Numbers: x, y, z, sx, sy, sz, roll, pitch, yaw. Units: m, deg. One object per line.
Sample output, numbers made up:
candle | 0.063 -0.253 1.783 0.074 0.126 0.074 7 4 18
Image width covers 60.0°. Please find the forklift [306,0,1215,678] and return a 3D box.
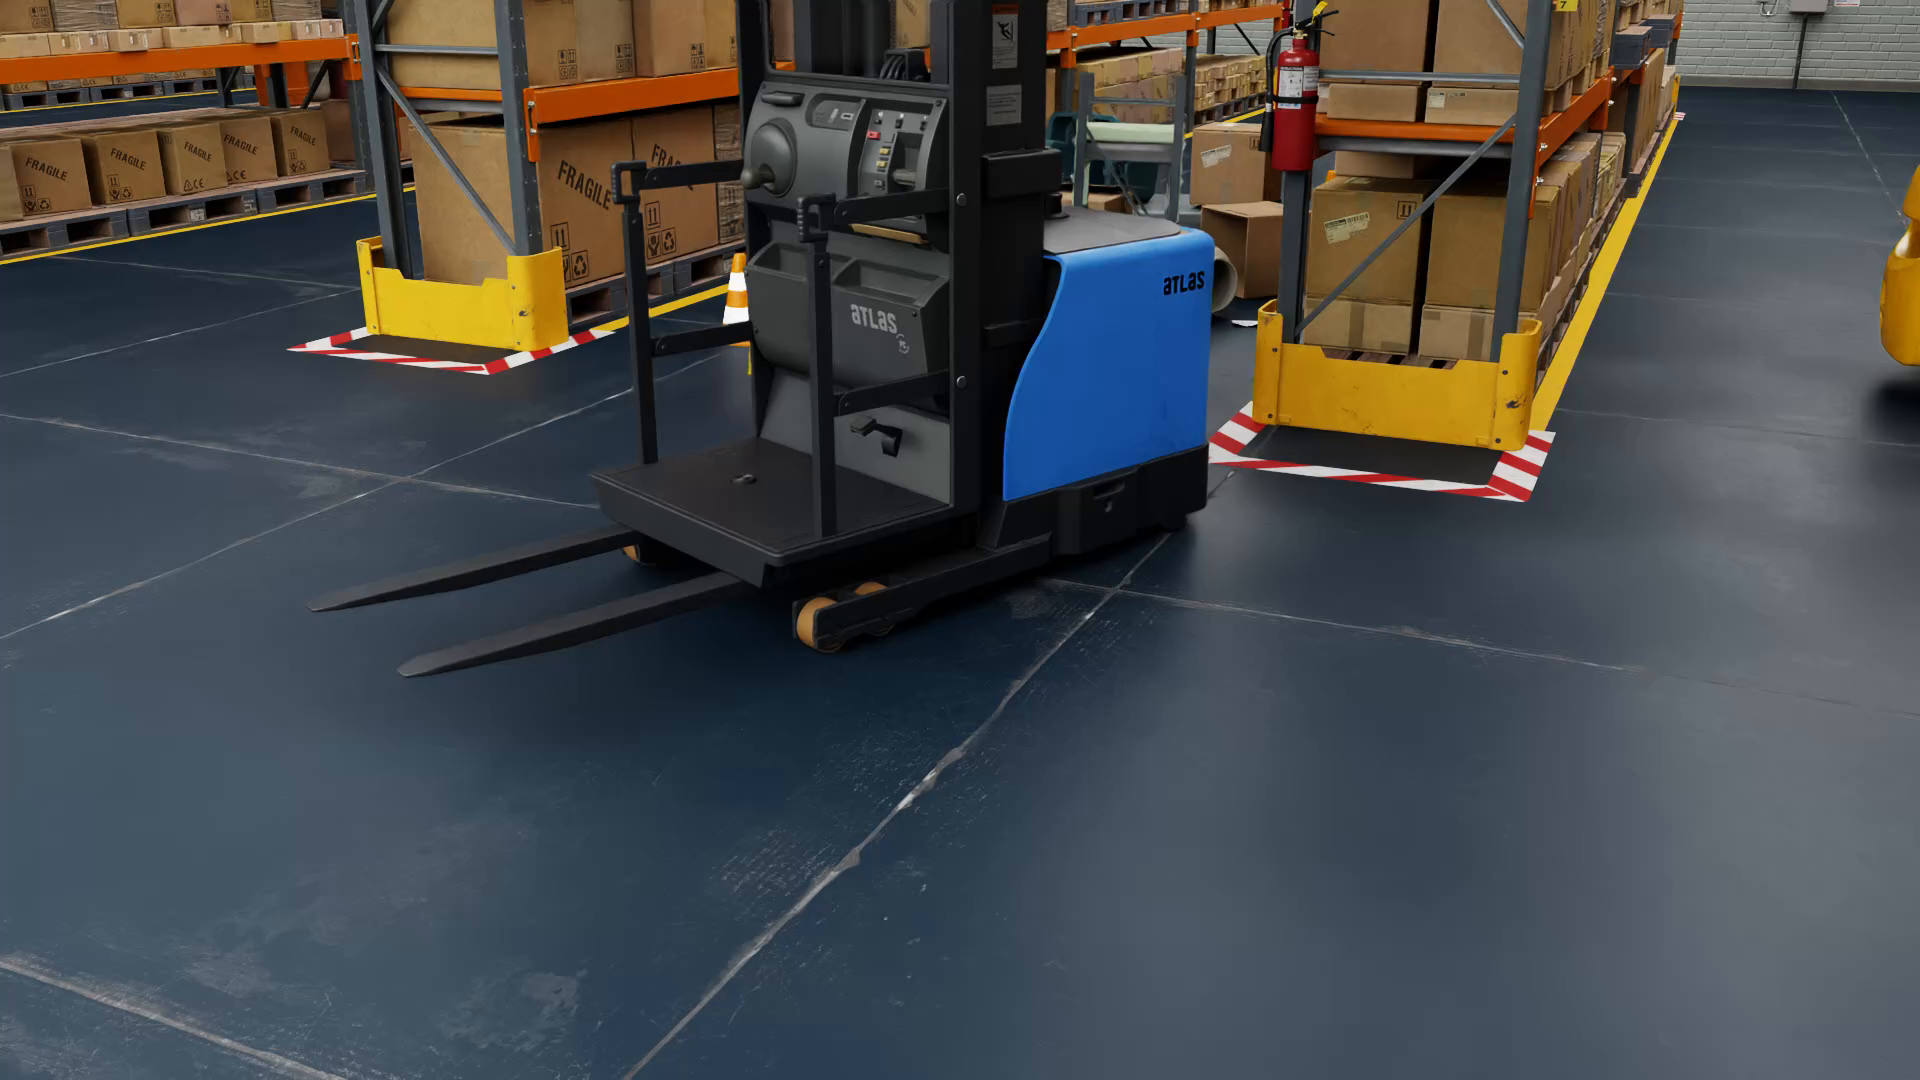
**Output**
forklift | -0.529 -1.238 5.076 3.031 2.935 1.130 -17 25 -39

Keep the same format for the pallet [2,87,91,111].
pallet | -12.595 -5.966 22.428 1.003 0.211 1.213 9 21 23

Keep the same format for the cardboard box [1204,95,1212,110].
cardboard box | 2.774 -5.210 19.771 0.380 0.149 0.250 9 22 24

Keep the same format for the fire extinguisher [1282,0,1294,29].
fire extinguisher | 4.385 -7.232 22.498 0.296 0.674 0.183 9 21 23

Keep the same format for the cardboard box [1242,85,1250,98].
cardboard box | 3.499 -5.770 21.344 0.380 0.149 0.250 8 21 20

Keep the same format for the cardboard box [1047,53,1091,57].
cardboard box | 1.045 -4.912 17.289 0.500 0.250 0.500 9 22 24

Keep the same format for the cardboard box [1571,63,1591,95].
cardboard box | 3.033 -2.386 8.577 0.380 0.149 0.250 9 21 23

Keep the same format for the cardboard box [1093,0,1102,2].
cardboard box | 1.172 -5.338 16.249 0.380 0.149 0.250 10 22 25

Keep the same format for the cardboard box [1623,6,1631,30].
cardboard box | 4.129 -3.394 10.783 0.380 0.149 0.250 9 21 24

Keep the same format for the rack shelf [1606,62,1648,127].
rack shelf | 4.323 -3.386 12.086 1.077 0.370 4.000 9 21 23

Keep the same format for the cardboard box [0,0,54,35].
cardboard box | -6.829 -3.771 11.504 0.875 0.500 0.500 9 21 23

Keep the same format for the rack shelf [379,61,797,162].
rack shelf | -1.872 -2.811 10.471 1.077 0.370 4.000 9 21 23

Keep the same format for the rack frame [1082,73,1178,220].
rack frame | 0.706 -1.231 7.178 0.400 1.500 0.023 4 16 5

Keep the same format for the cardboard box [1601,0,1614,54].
cardboard box | 3.344 -2.972 9.257 0.500 0.500 0.500 9 22 25

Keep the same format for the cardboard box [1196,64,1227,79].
cardboard box | 3.043 -5.729 20.341 0.380 0.149 0.250 9 21 24

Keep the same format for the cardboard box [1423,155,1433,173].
cardboard box | 2.151 -1.930 8.310 0.380 0.149 0.250 9 21 24

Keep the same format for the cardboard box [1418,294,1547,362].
cardboard box | 2.449 -1.002 7.785 0.500 0.250 0.500 8 21 22

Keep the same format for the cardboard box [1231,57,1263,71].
cardboard box | 3.730 -6.203 21.674 0.380 0.149 0.250 8 21 21

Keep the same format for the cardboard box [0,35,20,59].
cardboard box | -6.605 -3.335 11.244 0.380 0.149 0.250 9 21 23

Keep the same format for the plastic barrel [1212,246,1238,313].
plastic barrel | 1.331 -1.516 9.600 0.421 0.421 0.512 -9 22 -24

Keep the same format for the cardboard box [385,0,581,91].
cardboard box | -2.581 -2.729 8.943 0.875 0.550 0.550 9 21 23

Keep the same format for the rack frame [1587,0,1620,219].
rack frame | 3.504 -3.113 10.247 1.000 3.000 0.127 9 21 23

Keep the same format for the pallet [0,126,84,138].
pallet | -9.769 -4.084 17.138 1.003 0.211 1.213 9 21 23

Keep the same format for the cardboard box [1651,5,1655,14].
cardboard box | 5.572 -4.381 14.034 0.500 0.250 0.500 8 21 22

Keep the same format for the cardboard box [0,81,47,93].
cardboard box | -12.488 -6.186 21.960 0.500 0.500 0.500 10 22 25

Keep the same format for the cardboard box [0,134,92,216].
cardboard box | -6.690 -2.647 12.038 0.500 0.500 0.500 15 25 37

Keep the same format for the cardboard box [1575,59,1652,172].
cardboard box | 5.501 -3.733 14.532 0.875 0.875 0.875 8 21 22

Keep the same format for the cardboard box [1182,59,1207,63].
cardboard box | 2.965 -6.121 21.443 0.380 0.149 0.250 9 22 25

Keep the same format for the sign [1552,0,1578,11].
sign | 2.361 -2.224 6.454 0.100 0.325 0.005 9 21 23

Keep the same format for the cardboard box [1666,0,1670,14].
cardboard box | 6.826 -5.317 16.666 0.500 0.250 0.500 8 21 21

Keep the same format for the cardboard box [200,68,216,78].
cardboard box | -11.238 -7.119 24.583 0.500 0.500 0.500 8 21 22

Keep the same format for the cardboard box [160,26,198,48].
cardboard box | -5.984 -3.792 12.530 0.380 0.149 0.250 9 21 23

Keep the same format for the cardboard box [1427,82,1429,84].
cardboard box | 2.029 -2.167 7.960 0.380 0.149 0.250 9 21 24

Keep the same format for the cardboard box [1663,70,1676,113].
cardboard box | 7.872 -5.276 19.525 0.875 0.438 0.875 9 22 24

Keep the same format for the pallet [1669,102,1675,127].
pallet | 8.162 -5.213 20.311 1.003 0.211 1.213 9 21 23

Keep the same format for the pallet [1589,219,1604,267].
pallet | 3.822 -2.038 11.384 1.003 0.211 1.213 9 21 23

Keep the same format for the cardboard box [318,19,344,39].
cardboard box | -5.357 -4.249 13.814 0.380 0.149 0.250 9 21 23

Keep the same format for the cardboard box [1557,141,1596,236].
cardboard box | 3.300 -1.996 9.461 0.500 0.500 0.500 9 21 24

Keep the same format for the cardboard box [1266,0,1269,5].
cardboard box | 3.849 -7.102 21.838 0.380 0.149 0.250 9 21 23

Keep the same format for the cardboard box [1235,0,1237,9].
cardboard box | 3.200 -6.628 20.505 0.380 0.149 0.250 9 22 25

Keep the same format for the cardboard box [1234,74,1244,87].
cardboard box | 3.372 -5.829 21.068 0.380 0.149 0.250 10 22 25

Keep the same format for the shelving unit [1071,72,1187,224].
shelving unit | 0.668 -1.134 6.828 0.431 1.500 0.755 4 16 5

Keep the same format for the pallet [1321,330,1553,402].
pallet | 2.262 -0.844 8.026 1.003 0.211 1.213 9 21 23

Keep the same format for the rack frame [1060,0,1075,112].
rack frame | 0.585 -4.985 15.508 1.000 3.000 0.127 9 21 23

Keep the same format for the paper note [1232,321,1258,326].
paper note | 1.613 -1.232 9.386 0.142 0.019 0.148 1 20 4

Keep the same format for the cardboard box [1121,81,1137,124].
cardboard box | 1.516 -4.498 17.243 0.500 0.500 0.500 8 21 21

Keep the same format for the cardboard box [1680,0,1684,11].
cardboard box | 8.462 -6.645 20.028 0.500 0.500 0.500 9 21 23

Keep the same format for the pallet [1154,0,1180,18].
pallet | 1.777 -5.903 18.378 1.003 0.211 1.213 9 21 23

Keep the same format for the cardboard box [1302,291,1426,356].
cardboard box | 1.961 -1.084 8.018 0.500 0.250 0.500 8 21 22

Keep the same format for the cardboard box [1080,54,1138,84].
cardboard box | 1.510 -4.840 17.086 0.500 0.250 0.500 9 21 23
